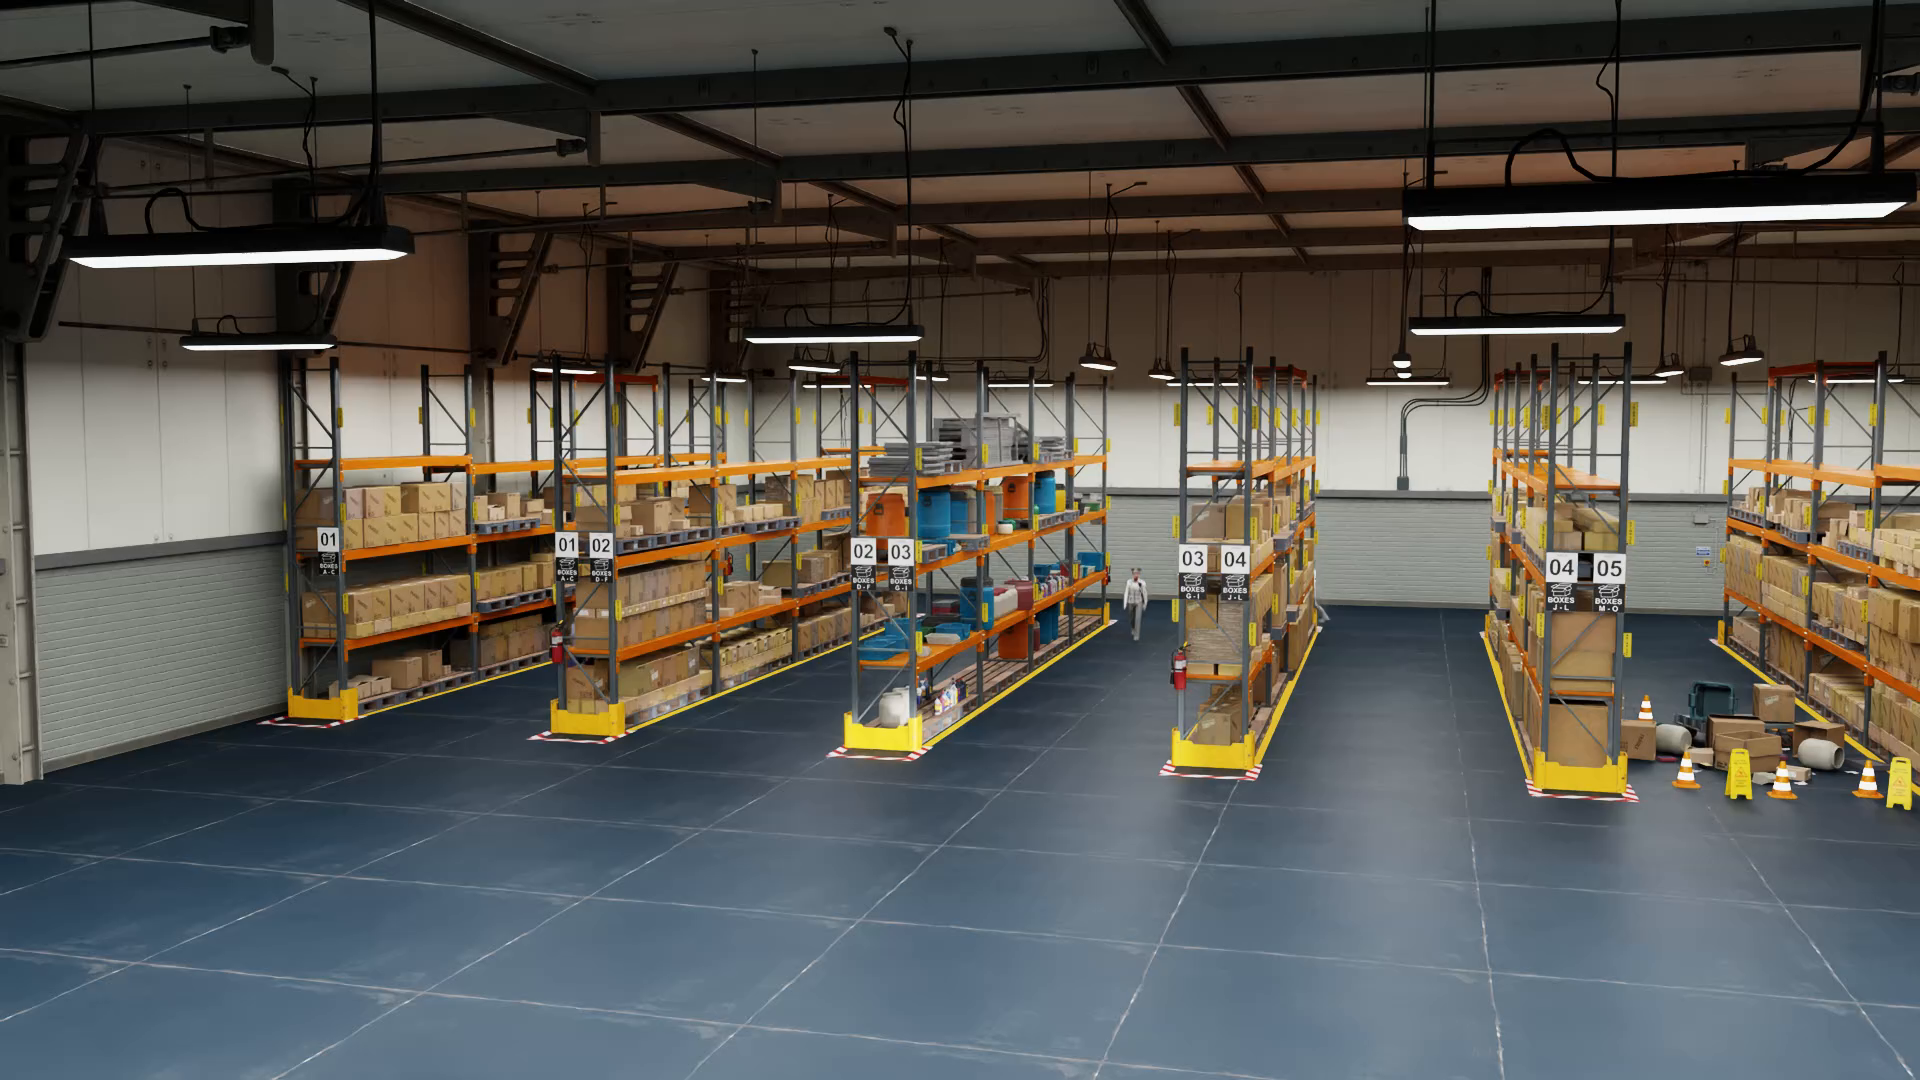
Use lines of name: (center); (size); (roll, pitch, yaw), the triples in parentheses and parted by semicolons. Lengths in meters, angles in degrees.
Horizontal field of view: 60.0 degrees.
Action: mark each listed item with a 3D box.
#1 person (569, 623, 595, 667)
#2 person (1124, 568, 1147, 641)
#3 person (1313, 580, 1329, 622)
person: (-6.728, 2.024, 29.514); (0.507, 1.576, 1.005); (0, 4, 3)
person: (3.966, 1.418, 37.500); (0.510, 1.616, 1.049); (1, 4, 14)
person: (8.440, 1.219, 40.290); (1.023, 1.630, 0.466); (1, 4, 10)
